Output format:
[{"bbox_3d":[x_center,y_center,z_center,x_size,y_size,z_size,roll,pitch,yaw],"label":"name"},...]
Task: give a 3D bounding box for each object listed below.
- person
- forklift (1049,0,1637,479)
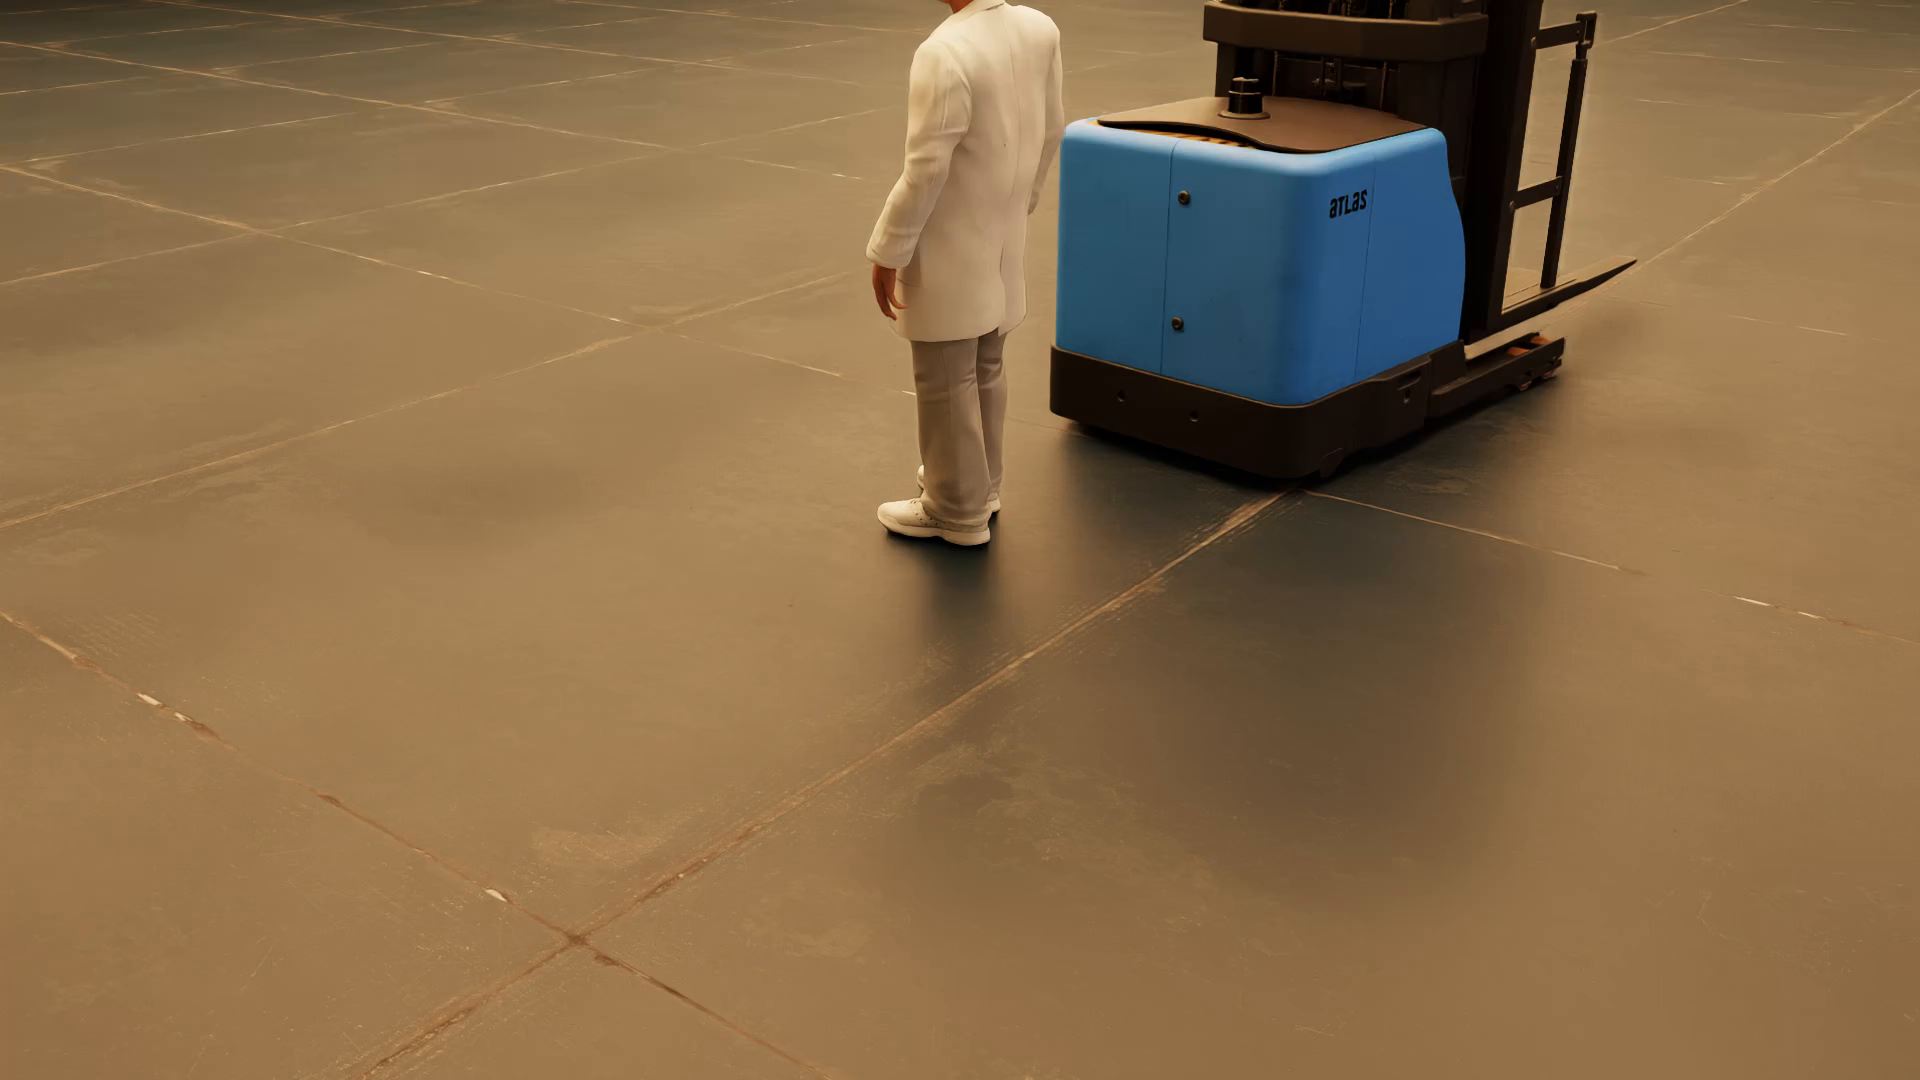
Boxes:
[{"bbox_3d":[-0.069,-0.846,4.711,0.581,1.776,0.696,17,29,34],"label":"person"},{"bbox_3d":[1.696,-2.036,6.024,1.130,2.935,3.031,21,31,39],"label":"forklift"}]
